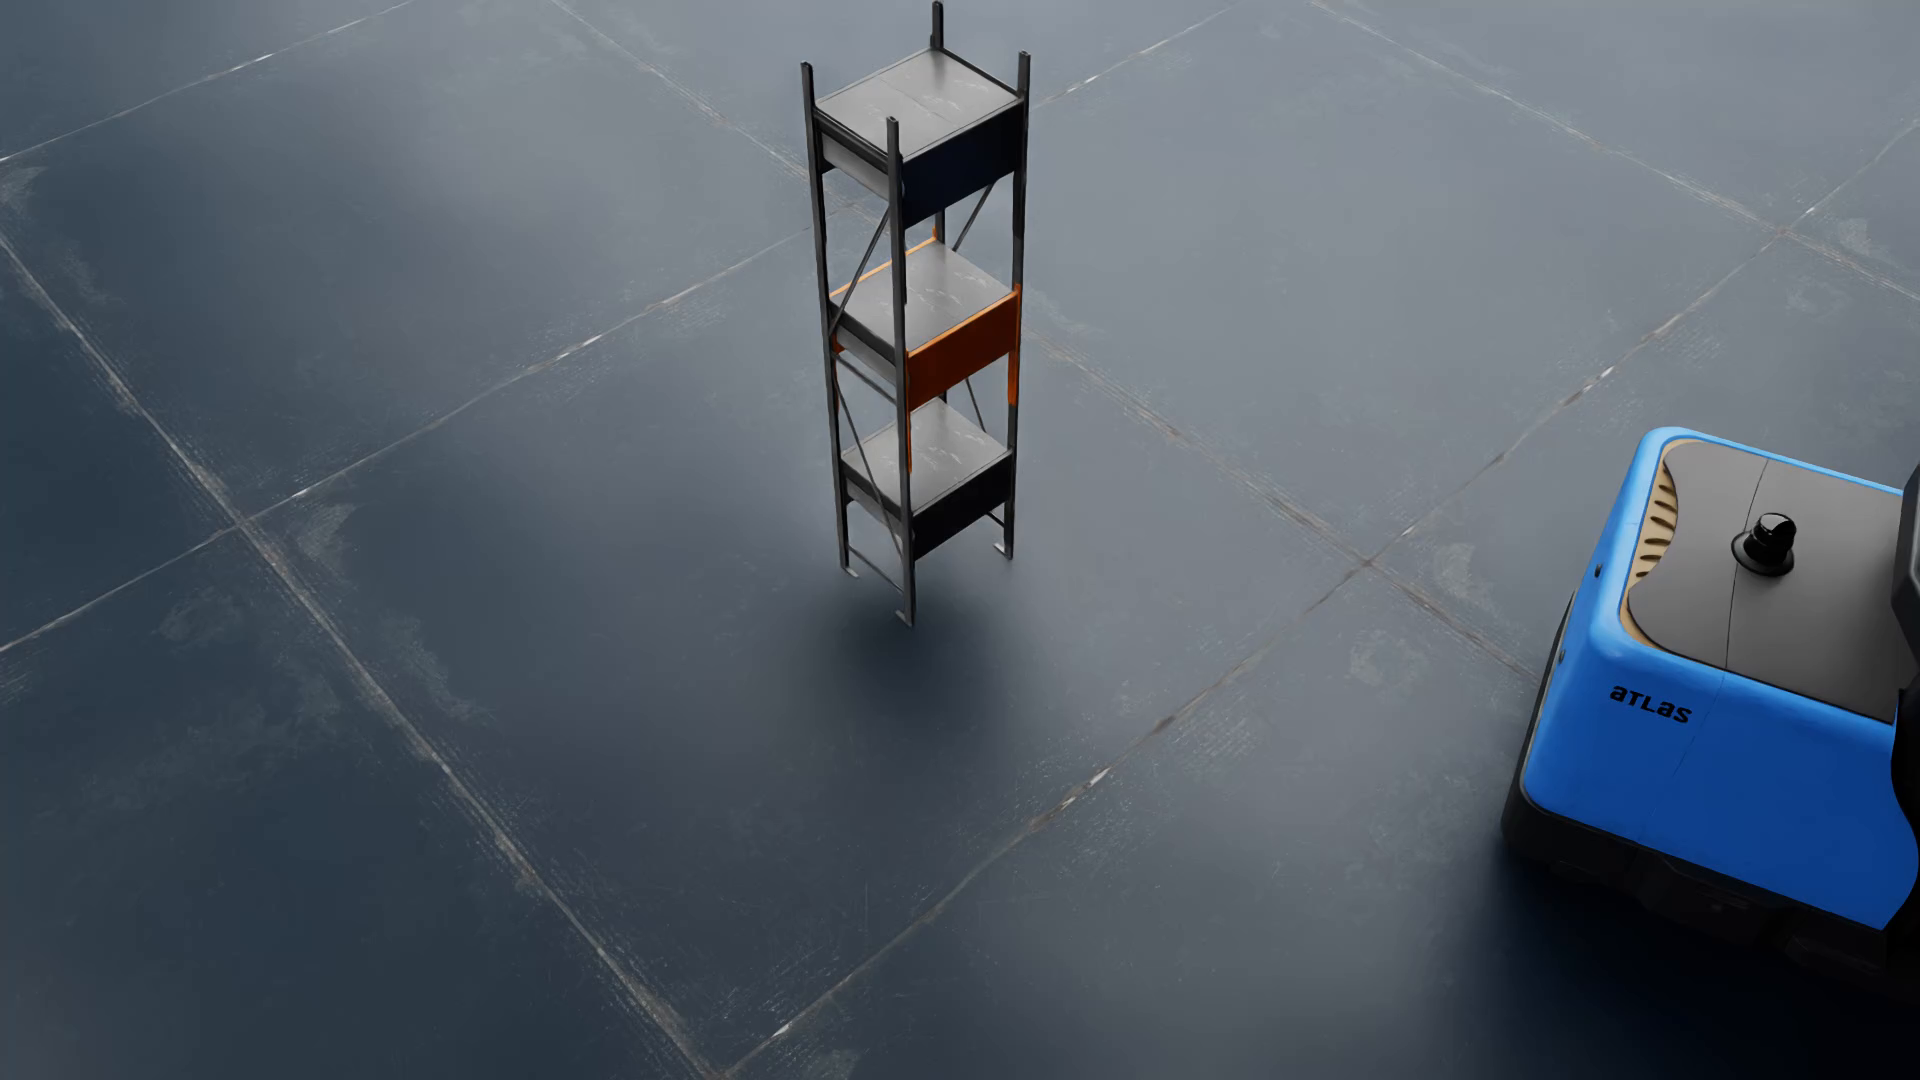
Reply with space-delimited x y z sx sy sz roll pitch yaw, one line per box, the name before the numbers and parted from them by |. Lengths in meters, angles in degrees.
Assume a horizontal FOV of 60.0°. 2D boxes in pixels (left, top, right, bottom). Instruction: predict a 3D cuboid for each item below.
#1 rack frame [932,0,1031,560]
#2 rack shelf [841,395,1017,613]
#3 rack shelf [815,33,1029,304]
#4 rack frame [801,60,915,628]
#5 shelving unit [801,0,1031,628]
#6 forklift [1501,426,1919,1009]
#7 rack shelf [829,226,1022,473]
rack frame | 0.058 -0.751 5.514 0.015 2.100 0.400 -34 56 -27
rack shelf | -0.122 -0.146 5.927 0.480 0.518 0.431 -34 56 -27
rack shelf | -0.122 -1.096 4.898 0.480 0.518 0.431 -34 56 -27
rack frame | -0.303 -0.510 5.291 0.015 2.100 0.400 -34 56 -27
shelving unit | -0.122 -0.630 5.403 0.503 2.100 0.431 -34 56 -27
forklift | 3.283 0.146 4.121 3.031 2.935 1.130 19 50 17
rack shelf | -0.122 -0.621 5.413 0.480 0.518 0.431 -34 56 -27
